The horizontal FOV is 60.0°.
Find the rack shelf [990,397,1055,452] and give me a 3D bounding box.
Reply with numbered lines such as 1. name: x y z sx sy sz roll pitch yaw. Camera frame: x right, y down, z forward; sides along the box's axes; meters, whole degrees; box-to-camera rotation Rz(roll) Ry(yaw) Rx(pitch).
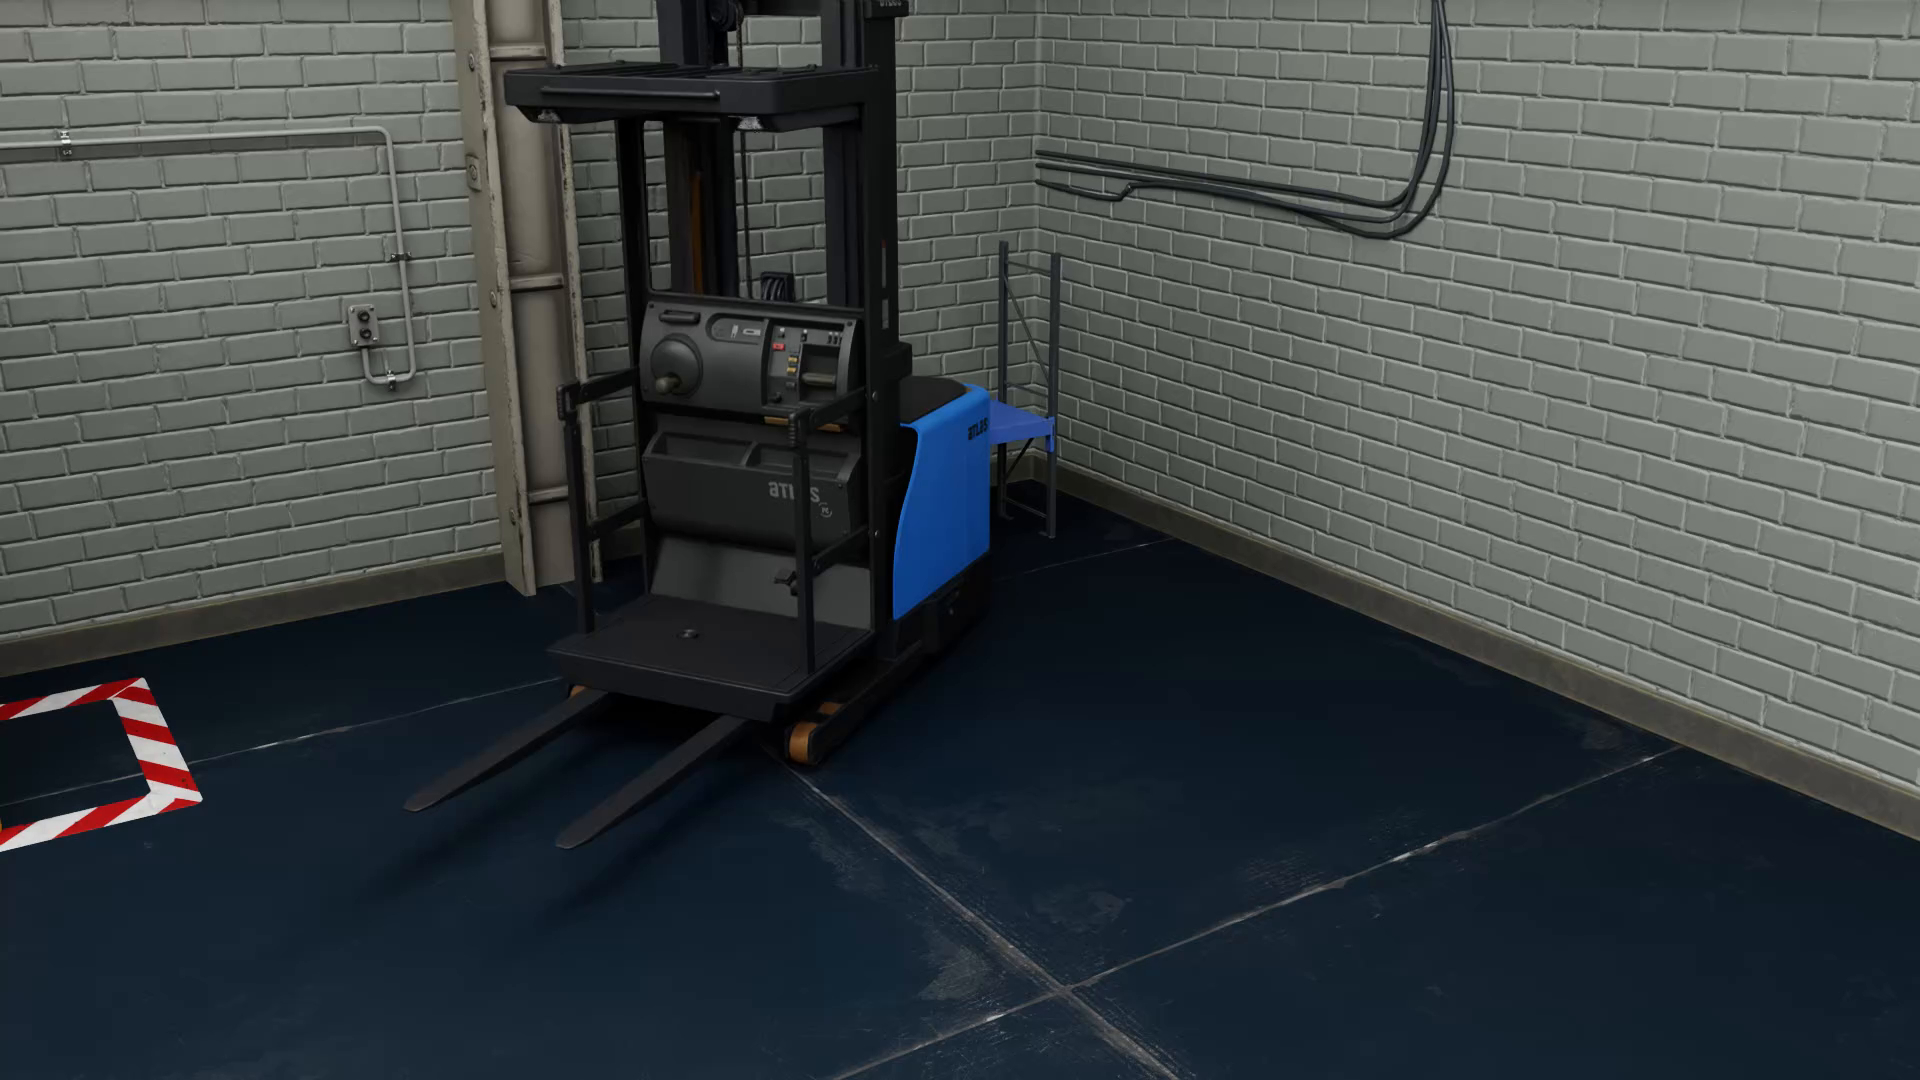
1. rack shelf: -0.071 -0.525 8.518 1.000 0.185 0.538 -12 22 -31

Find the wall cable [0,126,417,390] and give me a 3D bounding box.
1. wall cable: -3.225 -1.480 6.851 1.851 1.984 0.084 -12 22 -31

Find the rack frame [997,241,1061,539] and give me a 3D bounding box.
1. rack frame: 0.353 -0.785 8.725 0.032 1.500 0.500 -12 22 -31

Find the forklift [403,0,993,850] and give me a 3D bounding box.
1. forklift: -0.910 -0.699 6.235 1.130 2.935 3.031 8 20 23

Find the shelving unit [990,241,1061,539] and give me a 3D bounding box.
1. shelving unit: -0.071 -0.695 8.460 1.048 1.500 0.538 -12 22 -31

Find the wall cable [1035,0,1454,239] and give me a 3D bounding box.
1. wall cable: 1.146 -2.791 7.799 0.112 2.526 3.097 -12 22 -31

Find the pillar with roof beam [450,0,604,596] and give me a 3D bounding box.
1. pillar with roof beam: 0.373 -2.917 3.323 0.400 9.000 9.100 -12 22 -31

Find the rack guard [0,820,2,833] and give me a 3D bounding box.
1. rack guard: -3.754 0.660 6.011 0.348 0.500 1.175 -12 22 -31
